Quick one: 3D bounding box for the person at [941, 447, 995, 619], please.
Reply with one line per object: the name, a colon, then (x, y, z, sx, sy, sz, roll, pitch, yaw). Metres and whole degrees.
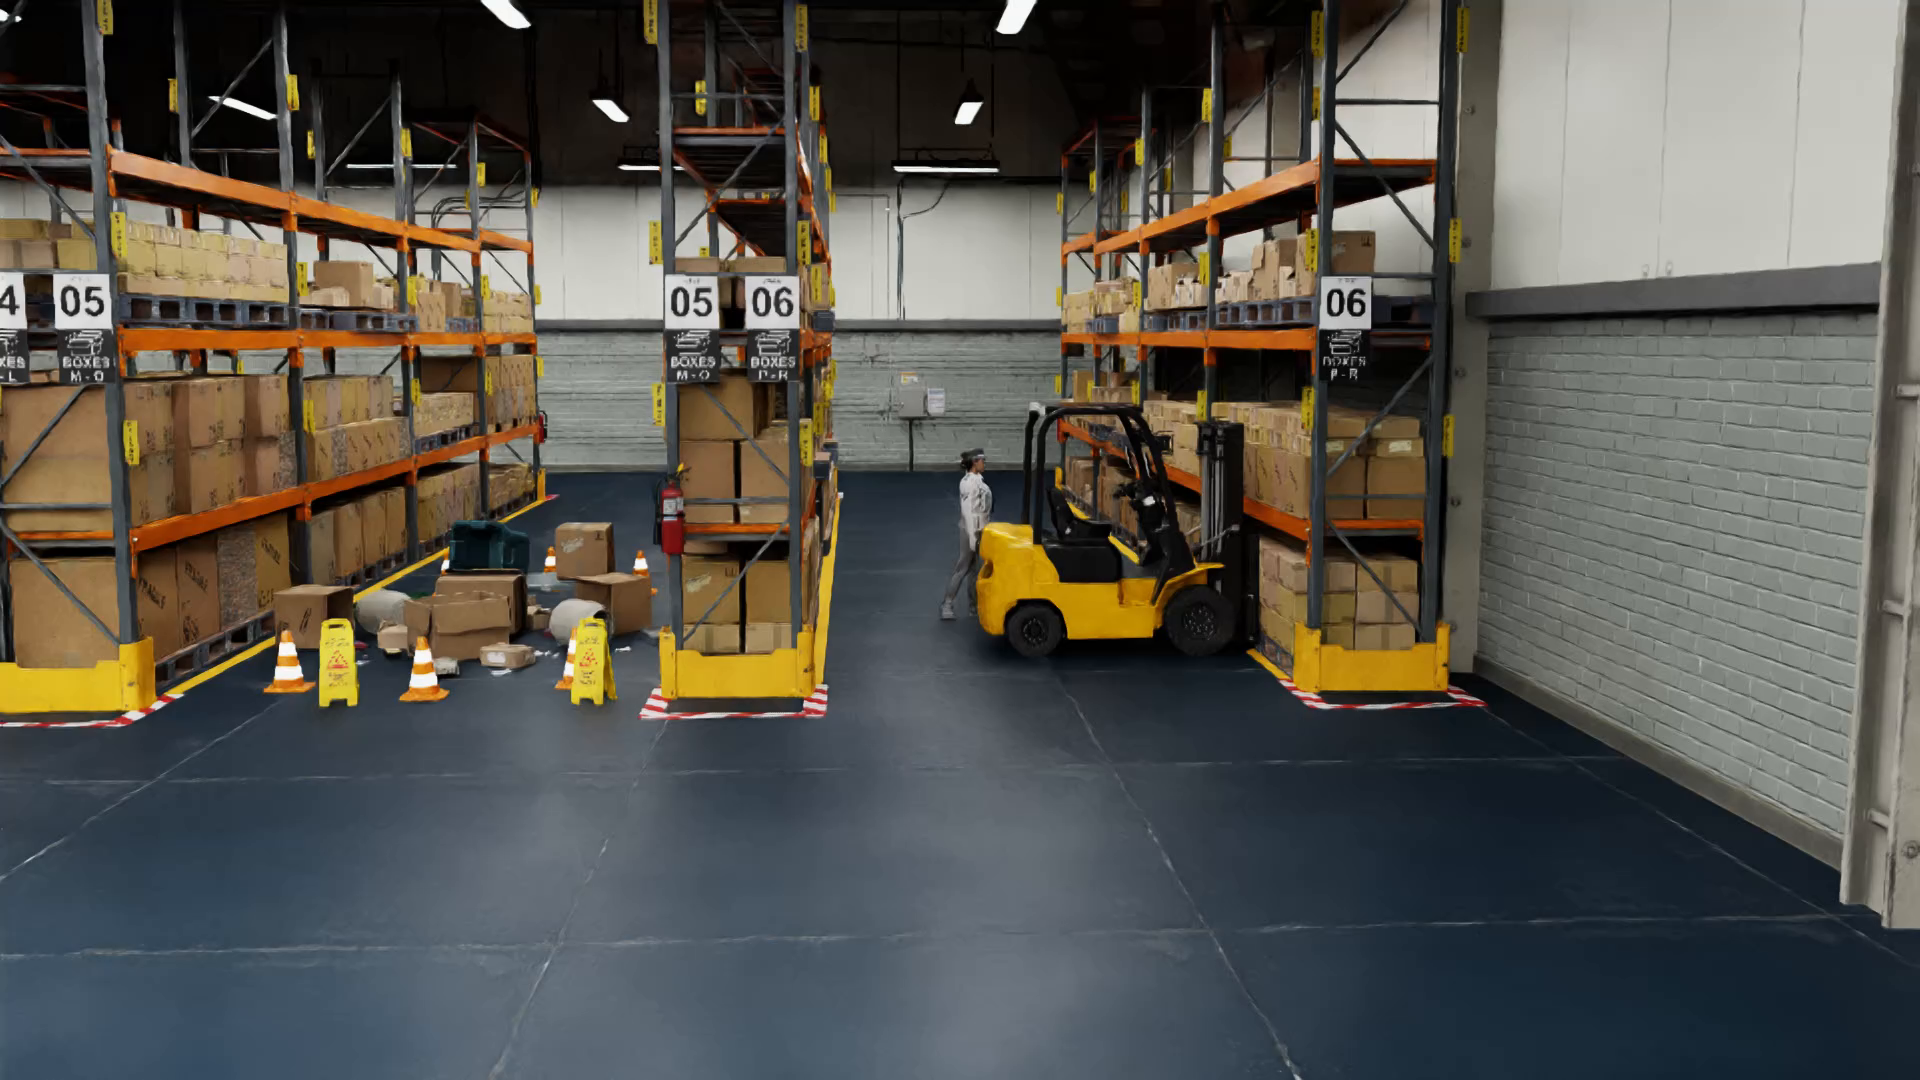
person: (0.089, -0.073, 16.303, 0.514, 1.677, 0.638, 2, 7, 18)
